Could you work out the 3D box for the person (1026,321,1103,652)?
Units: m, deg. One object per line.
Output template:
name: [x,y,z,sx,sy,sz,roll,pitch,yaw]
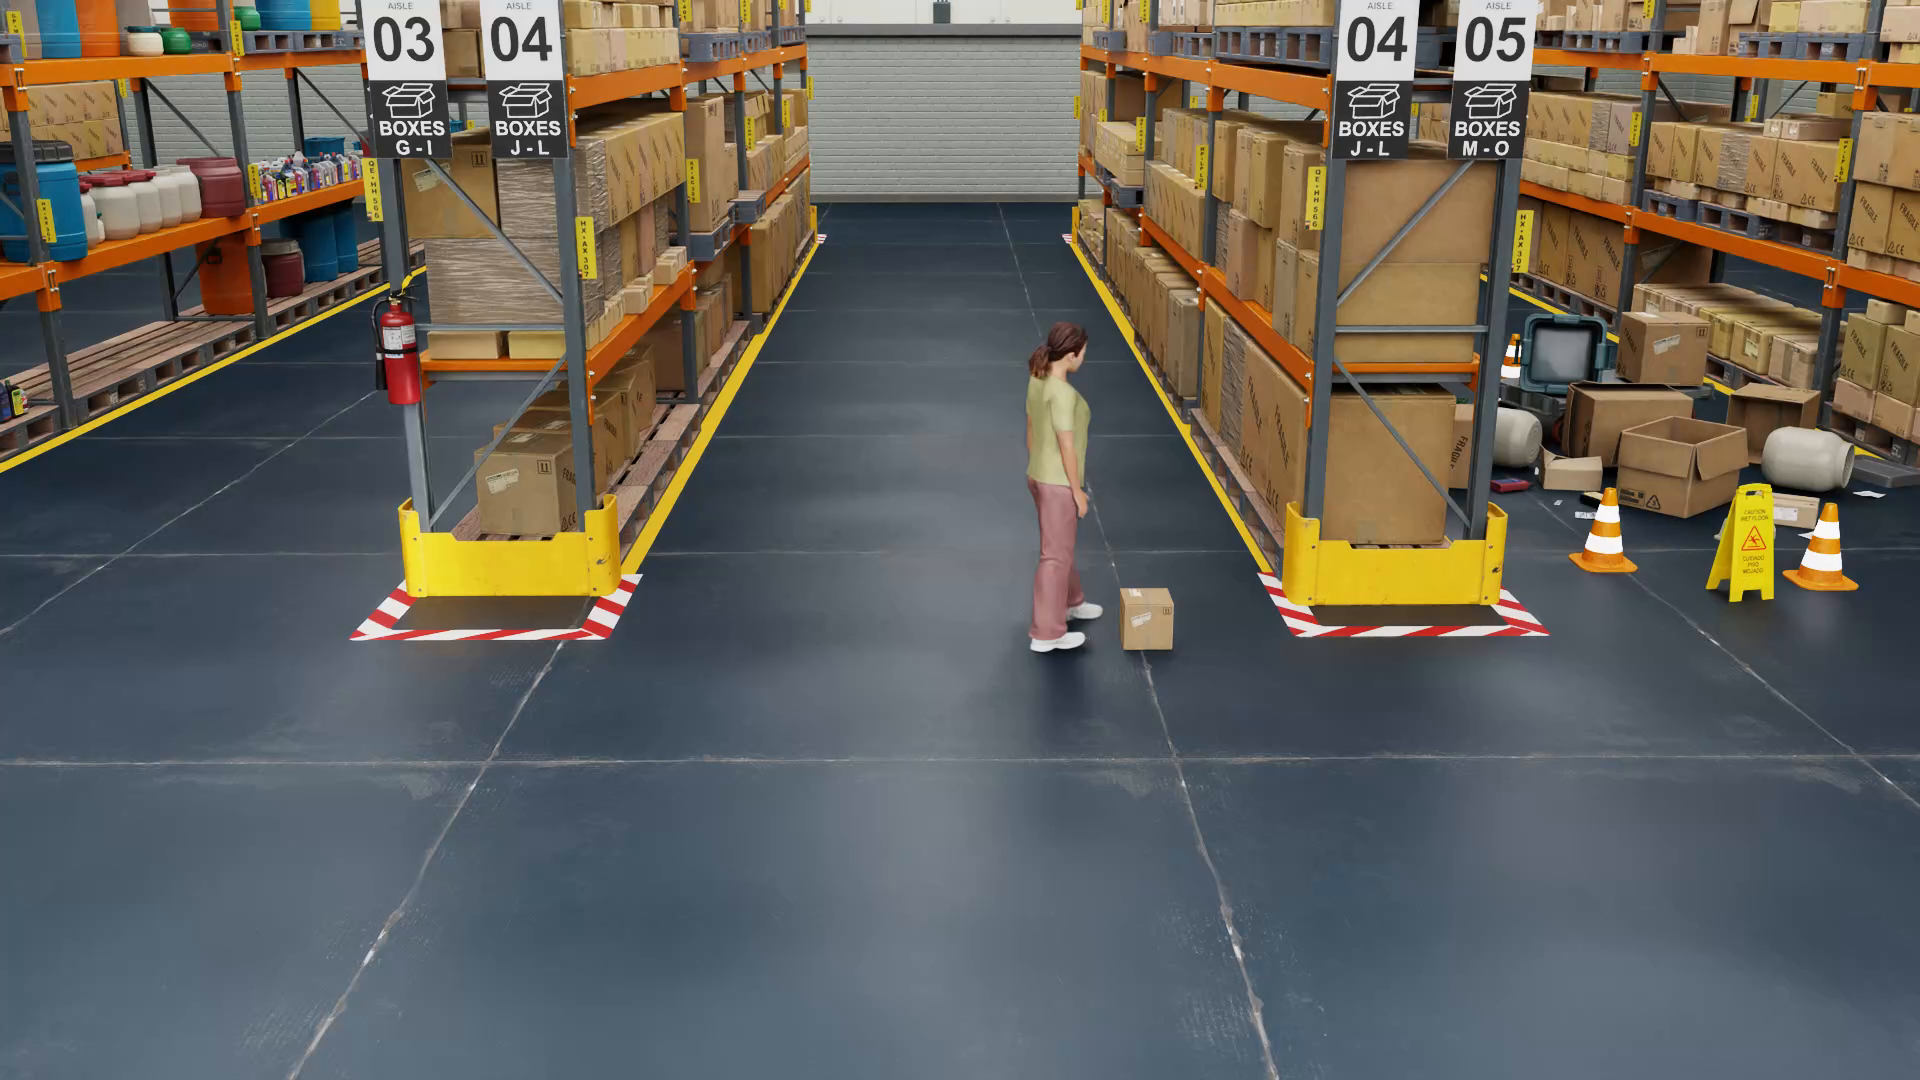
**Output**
person: [0.571,-0.302,8.490,0.561,1.671,0.551,-5,18,-17]
